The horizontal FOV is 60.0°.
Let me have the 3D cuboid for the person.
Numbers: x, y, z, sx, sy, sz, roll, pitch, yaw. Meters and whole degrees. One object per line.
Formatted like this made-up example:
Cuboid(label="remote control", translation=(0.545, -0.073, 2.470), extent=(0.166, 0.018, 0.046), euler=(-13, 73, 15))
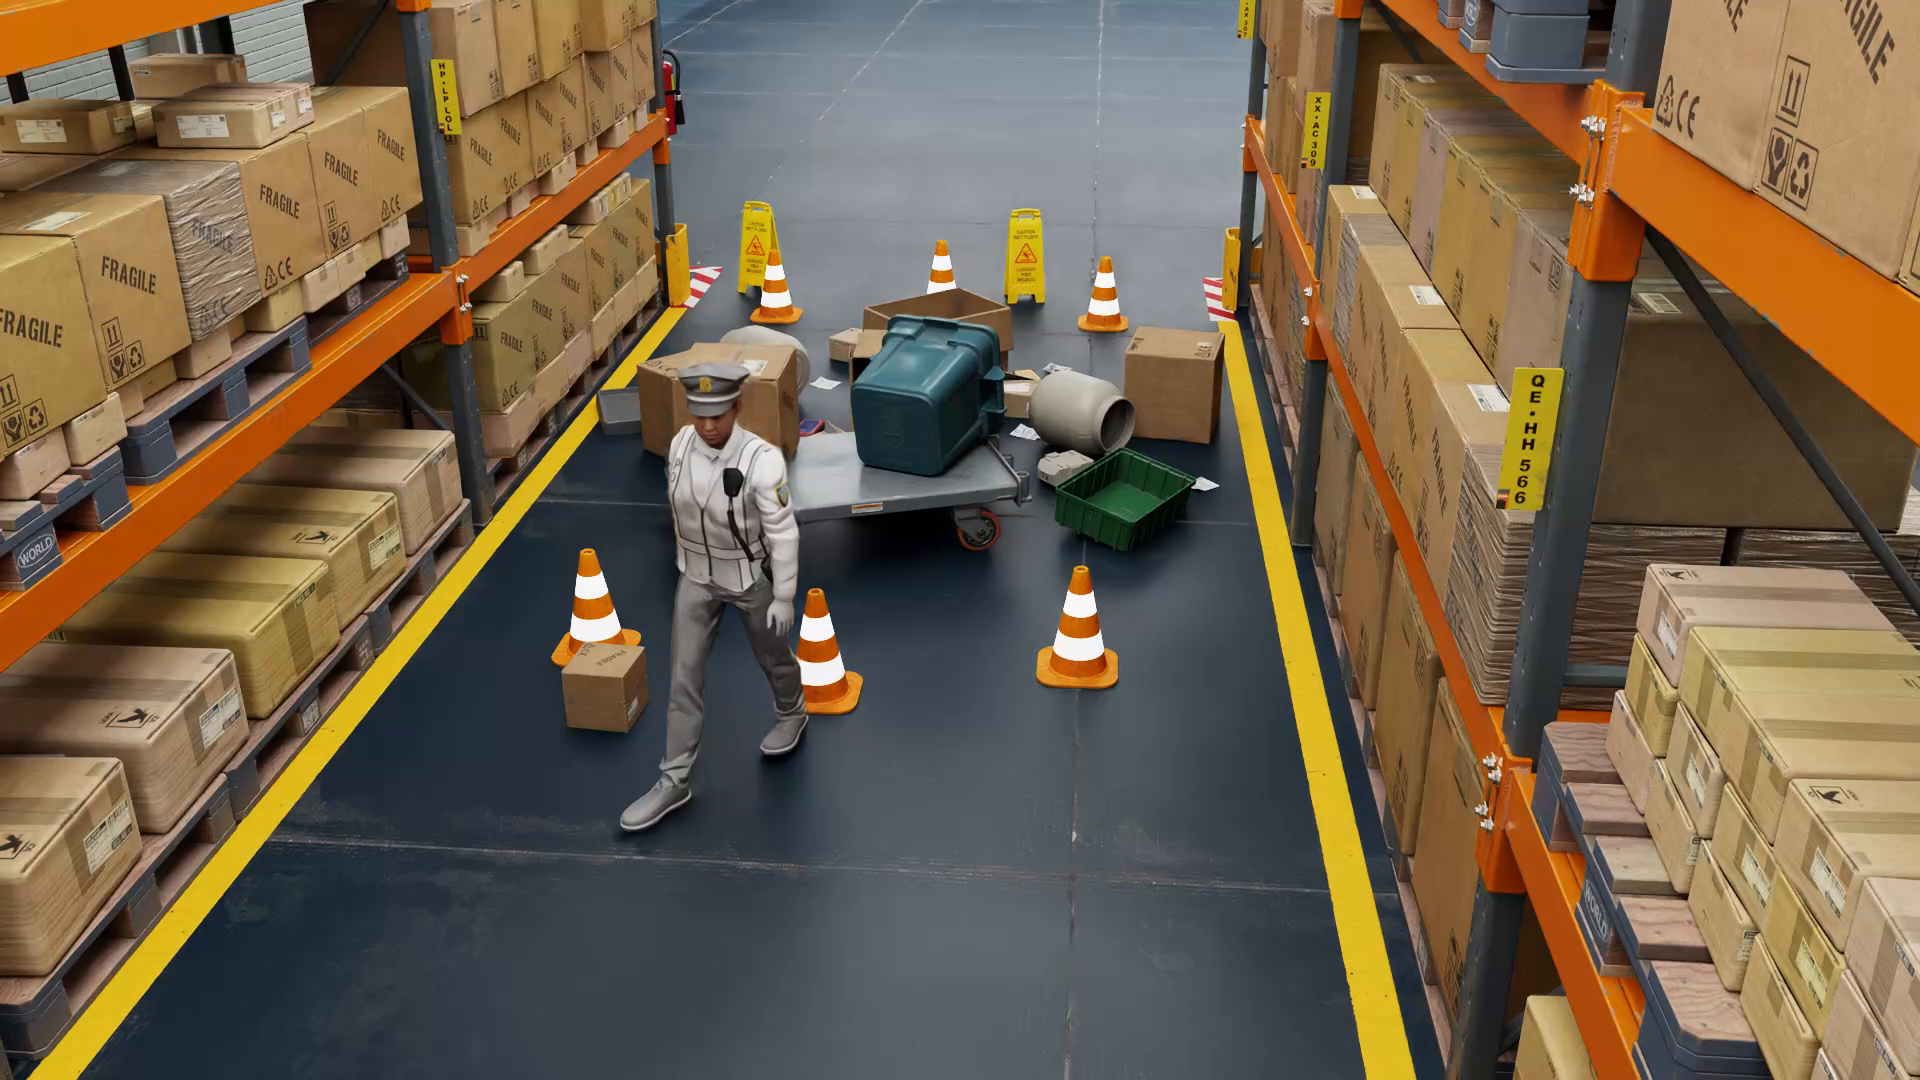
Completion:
Cuboid(label="person", translation=(-0.811, 0.147, 5.788), extent=(0.546, 1.626, 0.867), euler=(9, 26, 18))
